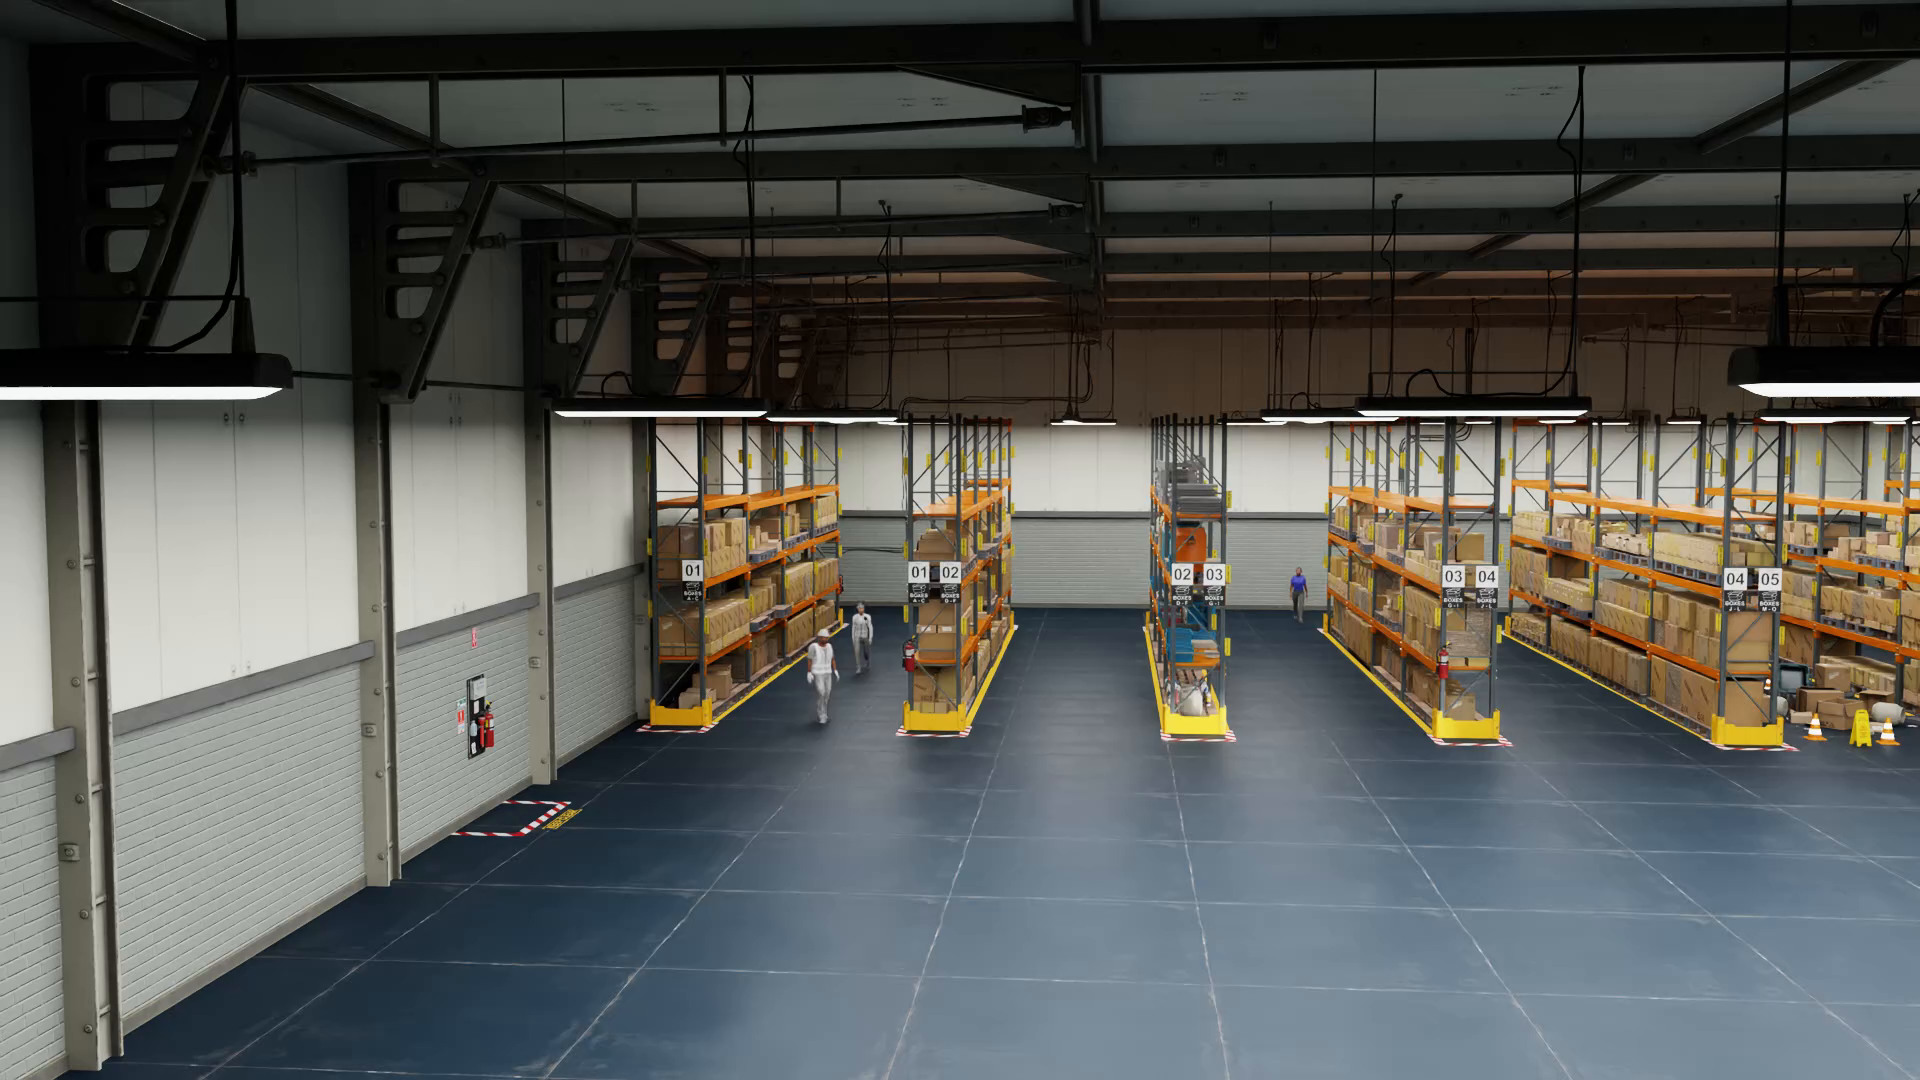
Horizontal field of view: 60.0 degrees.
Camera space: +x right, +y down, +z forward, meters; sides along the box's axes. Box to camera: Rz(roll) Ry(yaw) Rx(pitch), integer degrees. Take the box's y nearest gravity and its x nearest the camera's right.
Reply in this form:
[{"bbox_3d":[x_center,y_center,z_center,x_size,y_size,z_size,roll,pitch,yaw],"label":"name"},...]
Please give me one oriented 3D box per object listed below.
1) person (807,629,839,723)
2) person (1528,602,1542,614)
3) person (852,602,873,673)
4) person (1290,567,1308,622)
[{"bbox_3d":[-2.658,2.672,32.508,0.583,1.850,0.517,-3,5,-41],"label":"person"},{"bbox_3d":[16.374,1.708,47.140,0.924,1.688,0.517,2,4,24],"label":"person"},{"bbox_3d":[-2.285,2.265,38.957,0.492,1.642,0.832,0,4,2],"label":"person"},{"bbox_3d":[10.001,1.601,49.102,0.510,1.588,1.056,1,4,15],"label":"person"}]
